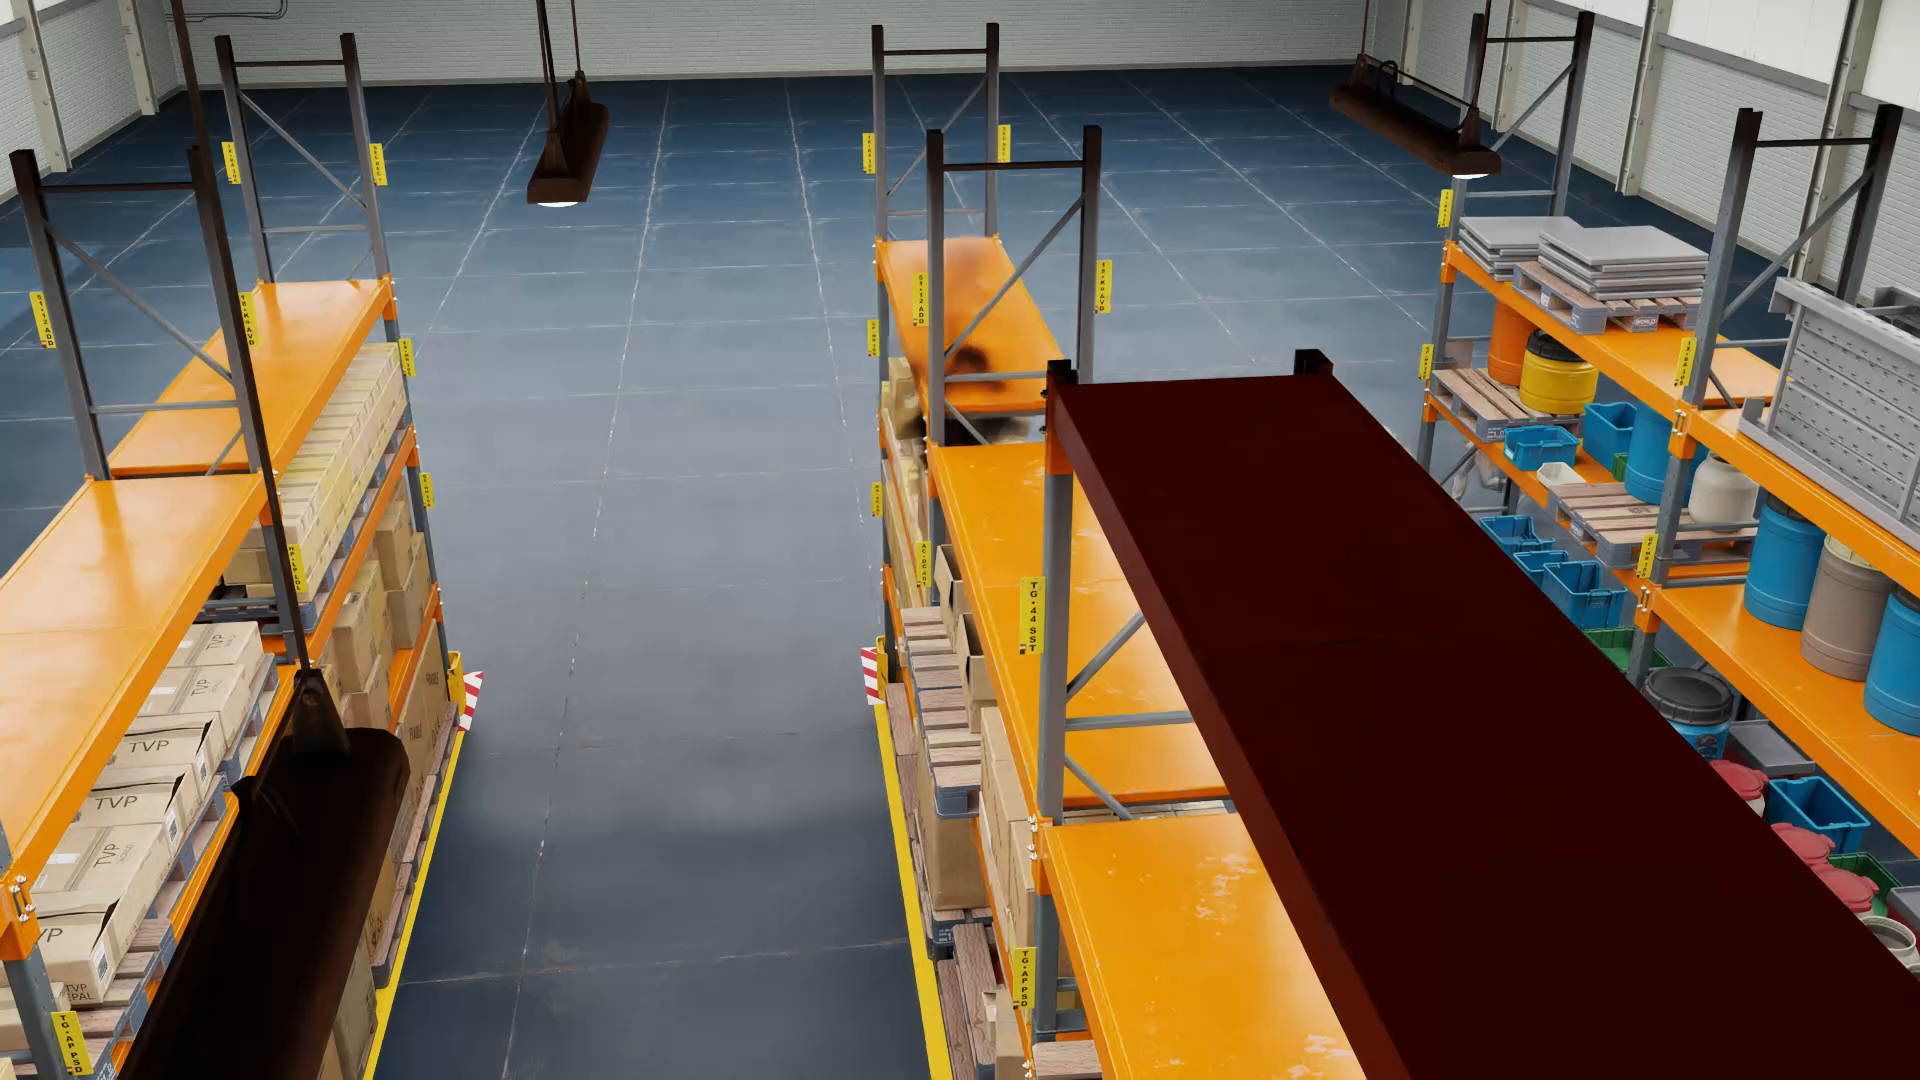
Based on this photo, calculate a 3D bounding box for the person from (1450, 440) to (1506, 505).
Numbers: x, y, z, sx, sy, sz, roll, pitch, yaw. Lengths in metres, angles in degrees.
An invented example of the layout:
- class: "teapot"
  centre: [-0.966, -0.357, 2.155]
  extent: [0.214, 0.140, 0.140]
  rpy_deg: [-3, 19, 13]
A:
- class: "person"
  centre: [5.929, -1.031, 18.800]
  extent: [0.904, 1.681, 0.606]
  rpy_deg: [7, 26, 15]
